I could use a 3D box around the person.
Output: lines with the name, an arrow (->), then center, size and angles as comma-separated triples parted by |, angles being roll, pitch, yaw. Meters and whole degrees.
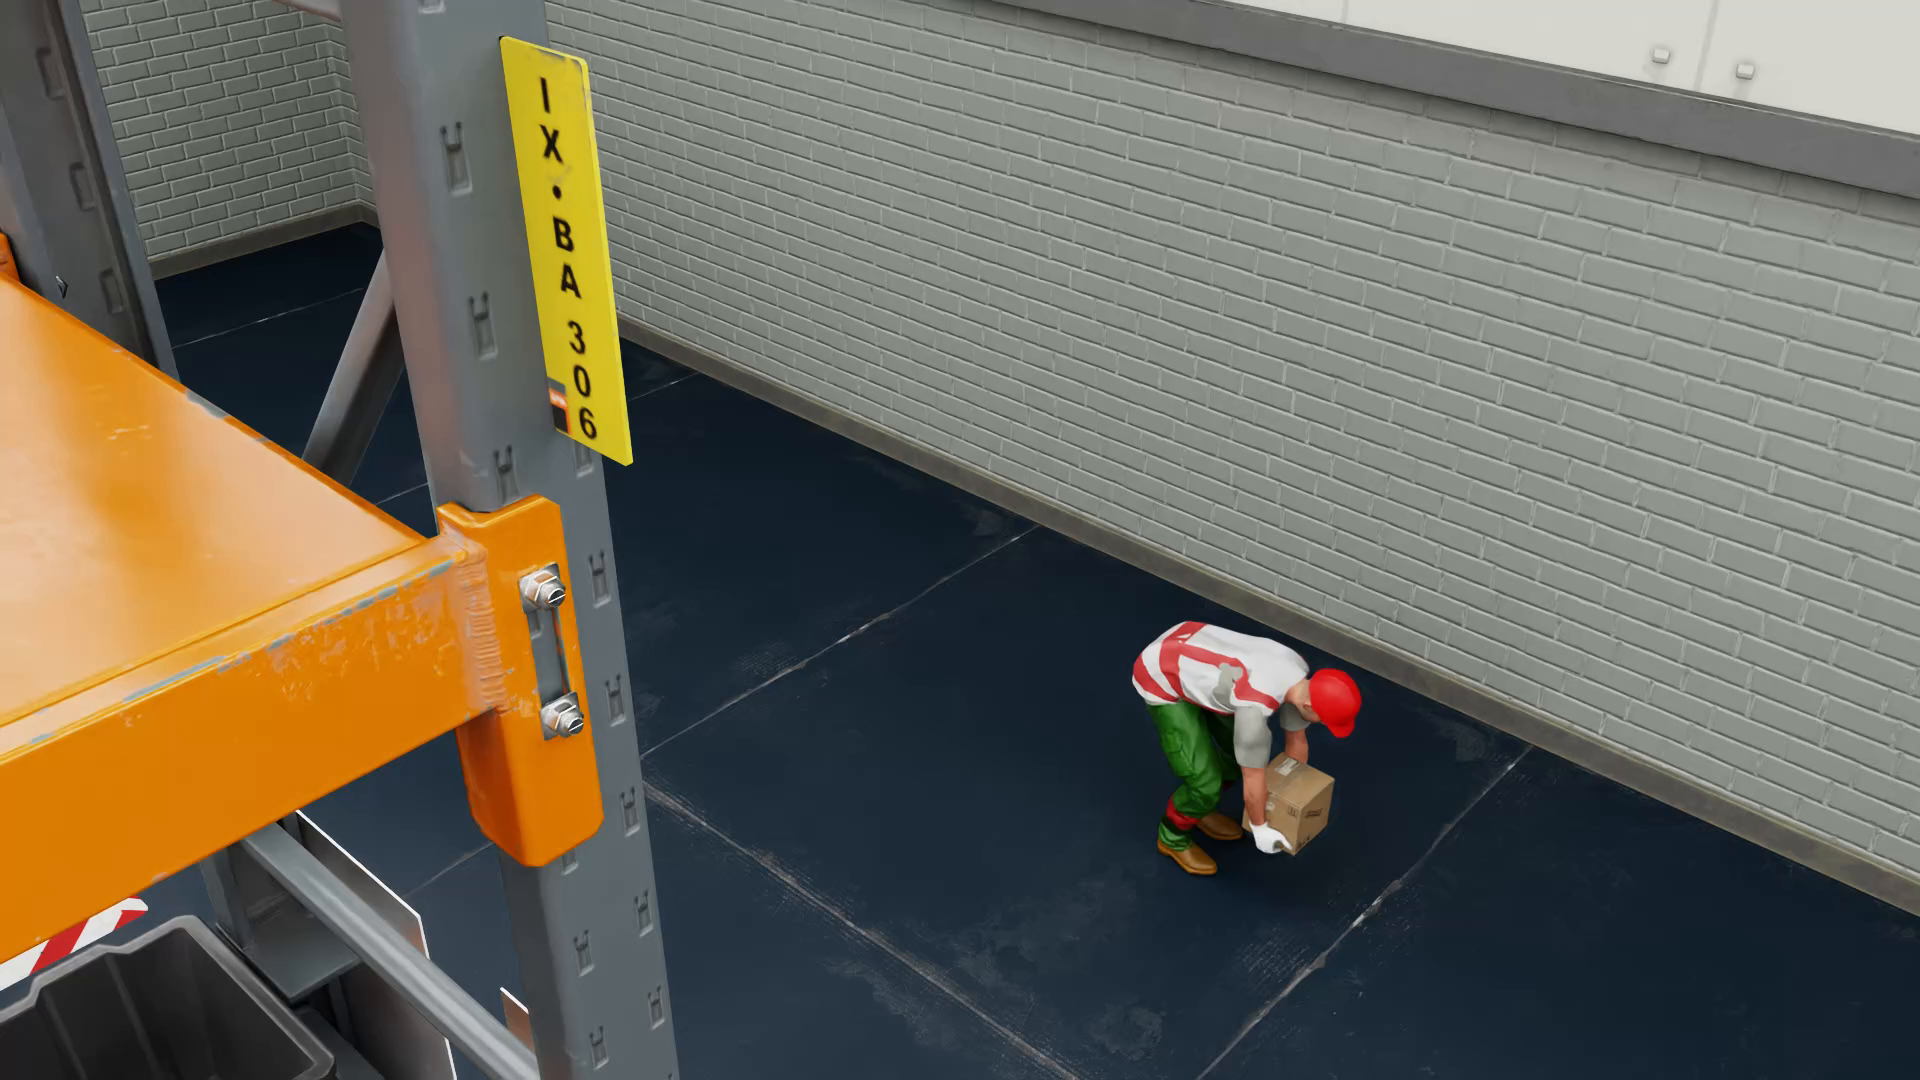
person -> 1.144, 0.874, 6.787 | 0.950, 1.136, 0.517 | 23, 38, 33
